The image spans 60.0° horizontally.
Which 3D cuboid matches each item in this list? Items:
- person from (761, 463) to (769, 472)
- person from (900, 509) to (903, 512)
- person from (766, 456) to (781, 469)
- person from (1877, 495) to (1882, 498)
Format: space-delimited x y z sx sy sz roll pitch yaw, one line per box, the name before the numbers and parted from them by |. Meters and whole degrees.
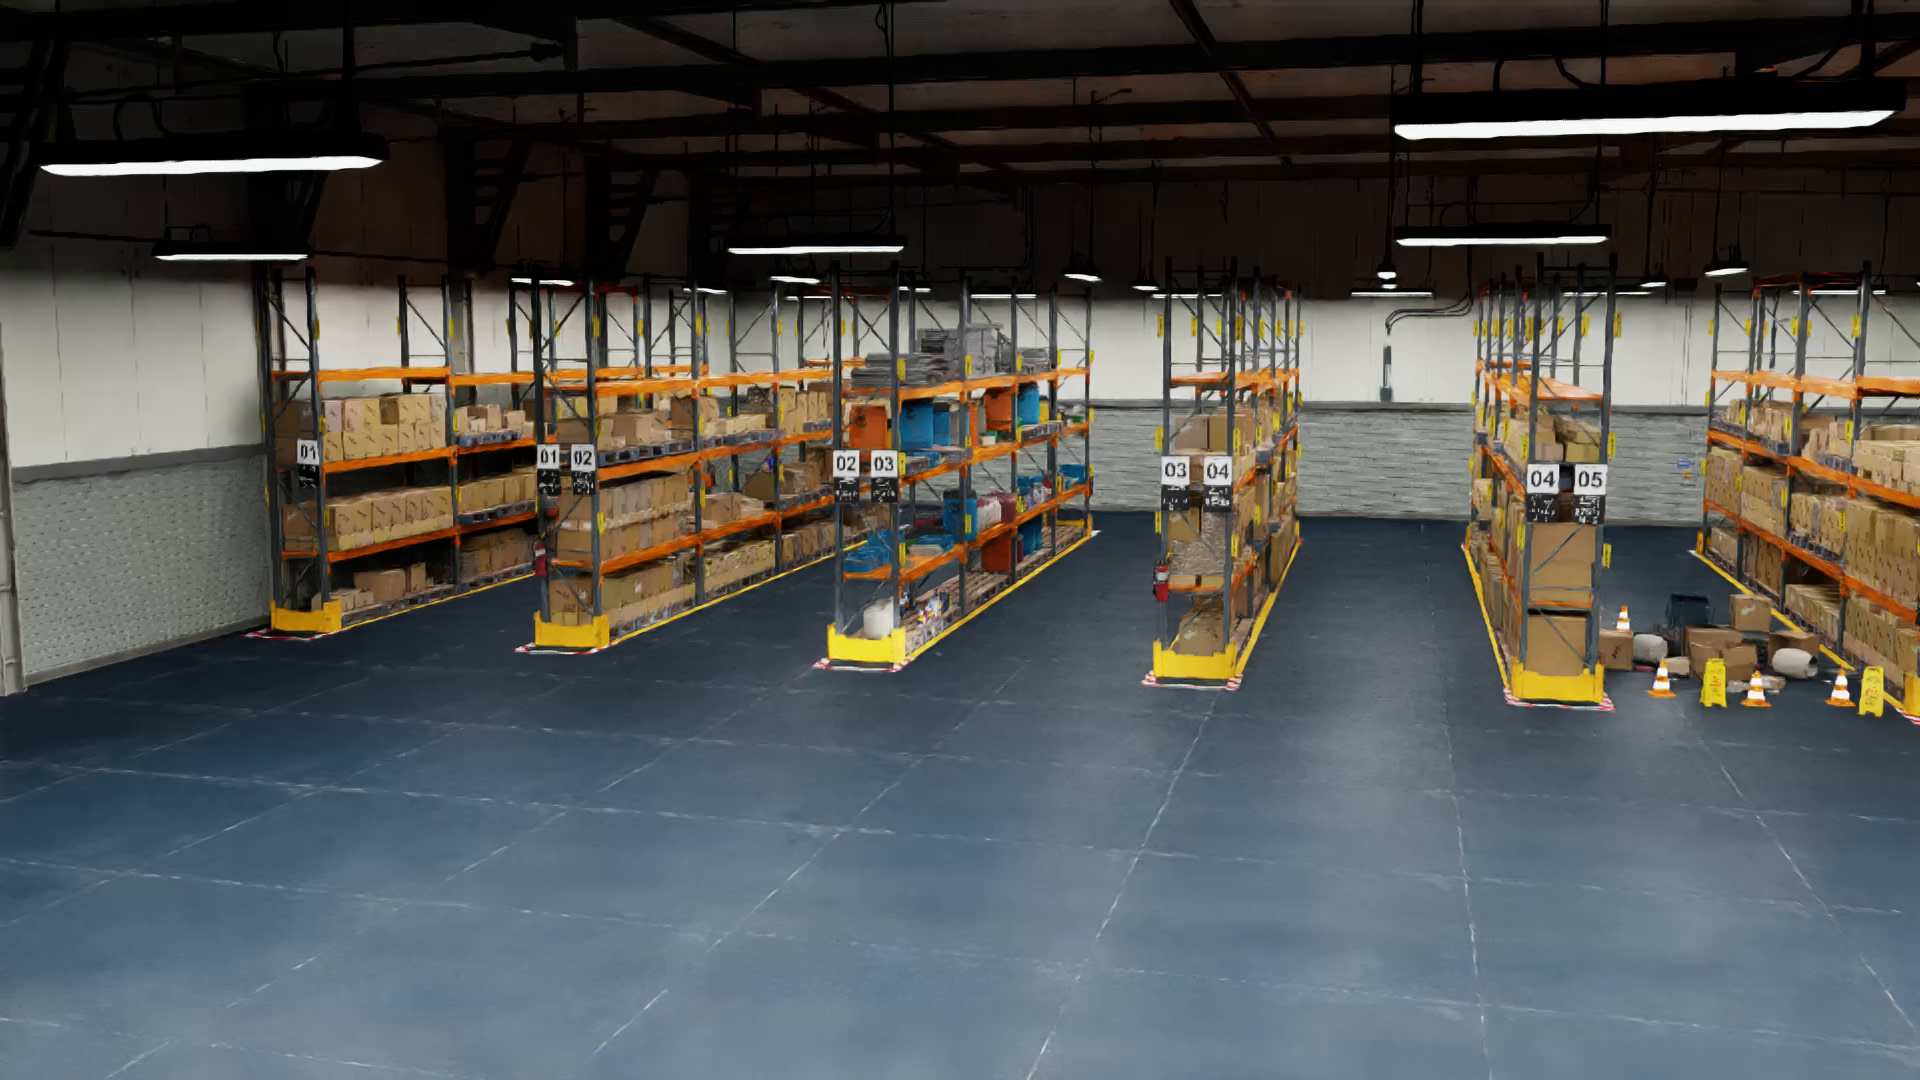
person | -4.760 -1.053 41.014 0.729 1.733 0.546 2 7 13
person | -2.007 -1.595 45.201 0.772 1.719 0.583 -6 9 -39
person | -5.409 -1.694 47.216 0.651 1.445 0.488 -4 8 -29
person | 19.357 -0.277 35.213 0.571 1.635 0.681 2 8 18
